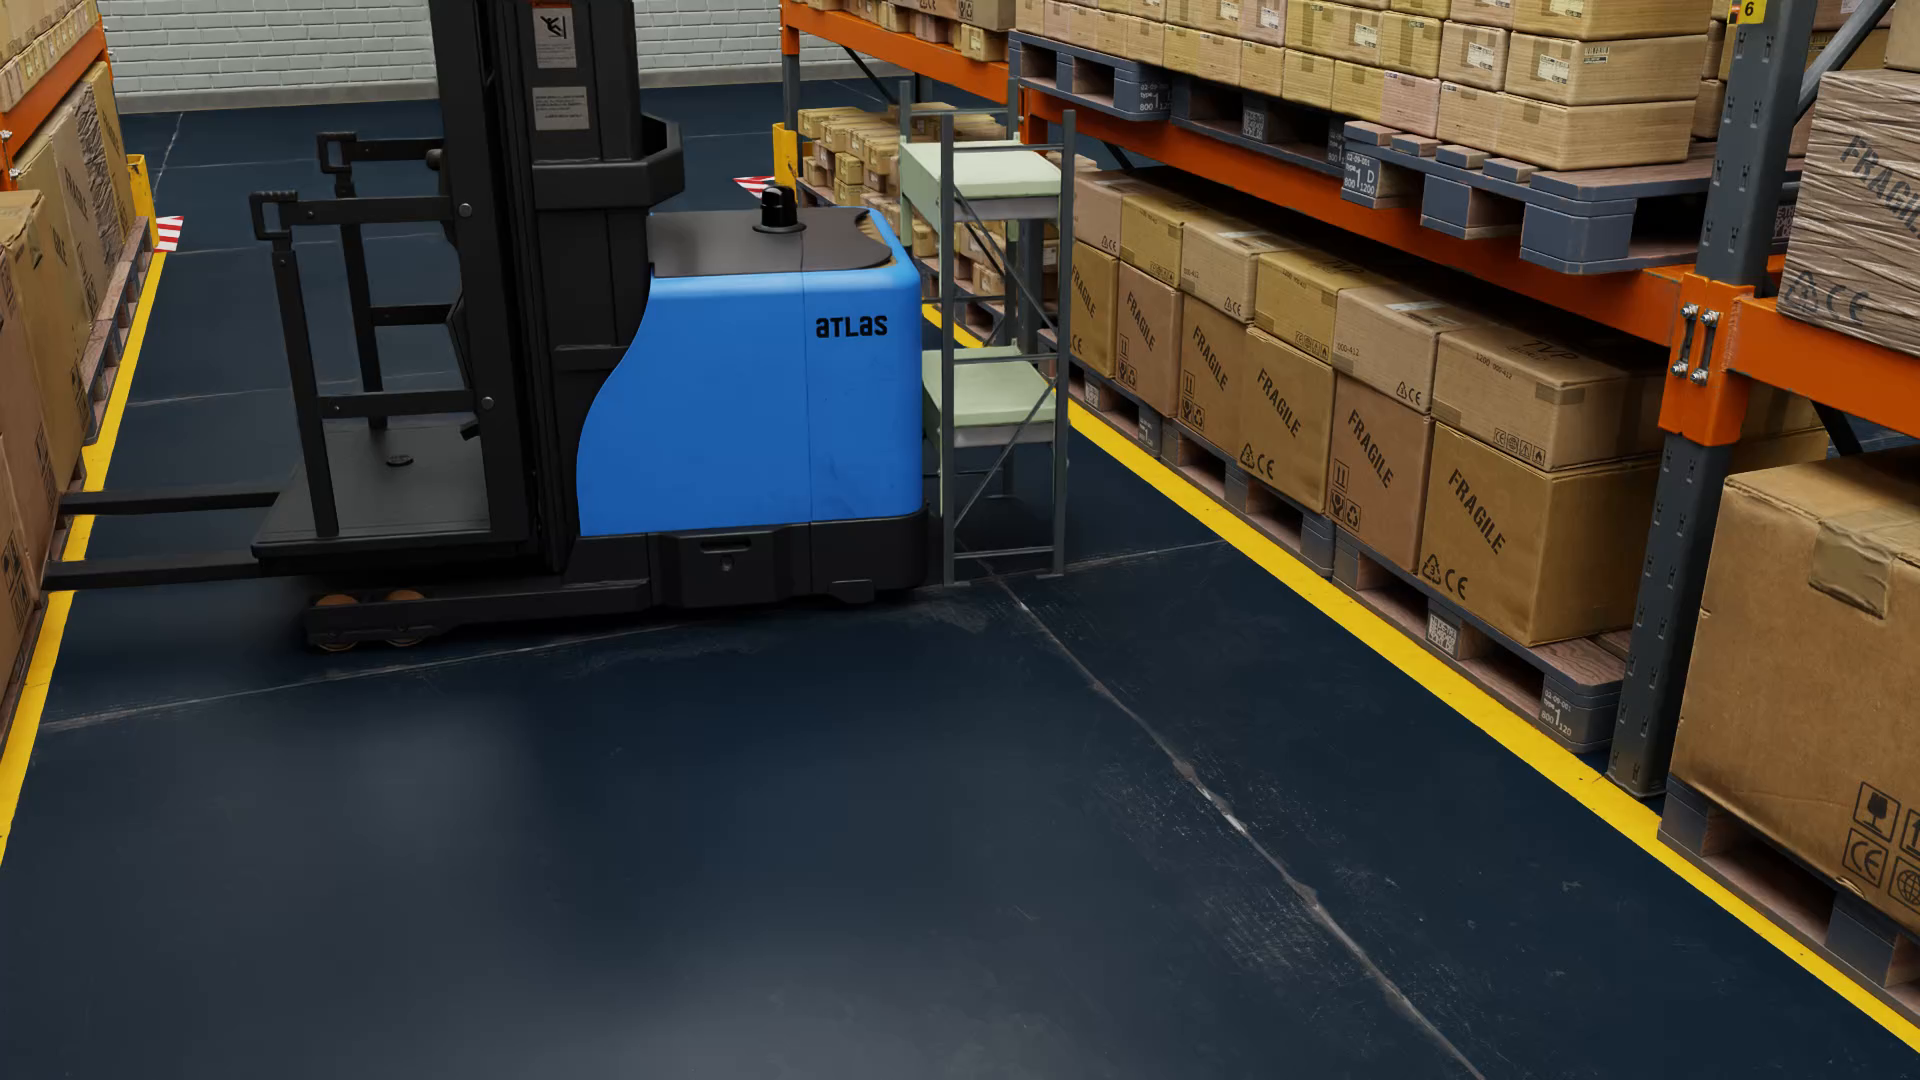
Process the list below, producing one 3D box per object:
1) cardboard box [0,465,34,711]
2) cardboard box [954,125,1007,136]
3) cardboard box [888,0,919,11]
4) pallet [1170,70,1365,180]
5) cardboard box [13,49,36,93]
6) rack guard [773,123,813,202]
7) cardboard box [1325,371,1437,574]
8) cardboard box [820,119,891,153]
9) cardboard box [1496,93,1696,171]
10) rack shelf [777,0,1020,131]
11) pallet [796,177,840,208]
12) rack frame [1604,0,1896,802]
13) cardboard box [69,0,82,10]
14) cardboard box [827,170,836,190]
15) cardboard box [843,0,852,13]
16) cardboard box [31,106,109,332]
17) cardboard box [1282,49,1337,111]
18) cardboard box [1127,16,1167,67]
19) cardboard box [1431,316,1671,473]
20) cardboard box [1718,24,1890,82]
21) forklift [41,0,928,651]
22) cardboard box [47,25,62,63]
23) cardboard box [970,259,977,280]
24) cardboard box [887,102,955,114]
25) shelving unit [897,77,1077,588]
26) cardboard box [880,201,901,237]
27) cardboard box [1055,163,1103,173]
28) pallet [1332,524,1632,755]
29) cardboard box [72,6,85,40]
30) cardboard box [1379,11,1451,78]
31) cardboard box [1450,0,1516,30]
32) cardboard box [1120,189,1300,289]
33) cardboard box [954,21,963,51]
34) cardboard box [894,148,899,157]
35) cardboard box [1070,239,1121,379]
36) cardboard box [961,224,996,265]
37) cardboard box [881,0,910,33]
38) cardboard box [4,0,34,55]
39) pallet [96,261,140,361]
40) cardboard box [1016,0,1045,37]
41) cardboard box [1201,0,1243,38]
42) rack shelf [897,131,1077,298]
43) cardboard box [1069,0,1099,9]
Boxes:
[{"bbox_3d":[-3.055,0.037,3.995,1.225,0.875,0.875,-8,24,-19],"label":"cardboard box"},{"bbox_3d":[0.176,-2.348,9.823,0.380,0.149,0.250,-7,24,-17],"label":"cardboard box"},{"bbox_3d":[-0.052,-2.957,8.392,0.500,0.500,0.500,-8,24,-19],"label":"cardboard box"},{"bbox_3d":[1.415,-1.439,5.549,1.003,0.211,1.213,-8,24,-19],"label":"pallet"},{"bbox_3d":[-3.916,-1.852,6.605,0.380,0.149,0.250,-8,24,-17],"label":"cardboard box"},{"bbox_3d":[-0.646,-2.541,11.135,1.175,0.500,0.348,-8,24,-19],"label":"rack guard"},{"bbox_3d":[1.496,-0.248,5.153,0.500,0.500,0.500,-7,24,-17],"label":"cardboard box"},{"bbox_3d":[-0.627,-2.445,10.052,0.380,0.149,0.250,-8,24,-19],"label":"cardboard box"},{"bbox_3d":[1.549,-1.008,4.061,0.380,0.149,0.250,-8,24,-18],"label":"cardboard box"},{"bbox_3d":[0.033,-2.662,9.131,1.077,0.370,4.000,-8,24,-19],"label":"rack shelf"},{"bbox_3d":[-0.392,-2.108,10.479,1.003,0.211,1.213,-8,24,-19],"label":"pallet"},{"bbox_3d":[2.153,-0.814,3.818,1.000,3.000,0.127,-8,24,-19],"label":"rack frame"},{"bbox_3d":[-4.751,-2.821,8.390,0.500,0.250,0.500,-9,24,-20],"label":"cardboard box"},{"bbox_3d":[-0.618,-2.282,10.432,0.380,0.149,0.250,-8,24,-19],"label":"cardboard box"},{"bbox_3d":[-0.472,-3.175,9.744,0.380,0.149,0.250,-7,24,-17],"label":"cardboard box"},{"bbox_3d":[-4.412,-1.415,7.441,0.875,0.875,0.875,-8,24,-19],"label":"cardboard box"},{"bbox_3d":[1.190,-1.380,4.945,0.380,0.149,0.250,-9,25,-21],"label":"cardboard box"},{"bbox_3d":[0.815,-1.763,5.855,0.380,0.149,0.250,-9,25,-21],"label":"cardboard box"},{"bbox_3d":[1.666,-0.413,4.581,0.500,0.250,0.500,-9,24,-20],"label":"cardboard box"},{"bbox_3d":[2.170,-1.232,4.210,0.380,0.149,0.250,-7,24,-17],"label":"cardboard box"},{"bbox_3d":[-1.667,-1.240,4.918,3.031,2.935,1.130,-4,23,-9],"label":"forklift"},{"bbox_3d":[-4.281,-2.227,7.495,0.380,0.149,0.250,-9,25,-21],"label":"cardboard box"},{"bbox_3d":[0.269,-1.348,8.217,0.380,0.149,0.250,-8,24,-18],"label":"cardboard box"},{"bbox_3d":[-0.249,-2.717,10.698,0.380,0.149,0.250,-8,24,-18],"label":"cardboard box"},{"bbox_3d":[0.070,-0.695,5.468,0.431,1.500,0.755,-4,23,-10],"label":"shelving unit"},{"bbox_3d":[-0.228,-1.806,9.302,0.380,0.149,0.250,-8,24,-19],"label":"cardboard box"},{"bbox_3d":[0.521,-1.860,8.664,0.380,0.149,0.250,-9,24,-20],"label":"cardboard box"},{"bbox_3d":[1.878,0.187,5.034,1.003,0.211,1.213,-8,24,-19],"label":"pallet"},{"bbox_3d":[-4.646,-2.600,8.380,0.380,0.149,0.250,-8,24,-18],"label":"cardboard box"},{"bbox_3d":[1.361,-1.337,4.461,0.380,0.149,0.250,-8,24,-18],"label":"cardboard box"},{"bbox_3d":[1.464,-1.372,4.161,0.380,0.149,0.250,-9,24,-20],"label":"cardboard box"},{"bbox_3d":[0.944,-1.156,6.344,0.500,0.250,0.500,-8,24,-18],"label":"cardboard box"},{"bbox_3d":[0.189,-2.407,7.922,0.380,0.149,0.250,-7,24,-17],"label":"cardboard box"},{"bbox_3d":[-0.144,-2.084,9.196,0.380,0.149,0.250,-8,24,-19],"label":"cardboard box"},{"bbox_3d":[0.753,-1.004,6.947,0.500,0.500,0.500,-7,24,-17],"label":"cardboard box"},{"bbox_3d":[0.224,-1.451,8.078,0.380,0.149,0.250,-10,25,-22],"label":"cardboard box"},{"bbox_3d":[-0.199,-2.781,8.810,0.380,0.149,0.250,-8,24,-18],"label":"cardboard box"},{"bbox_3d":[-4.028,-2.079,6.631,0.500,0.250,0.500,-8,24,-19],"label":"cardboard box"},{"bbox_3d":[-4.566,-1.069,8.015,1.003,0.211,1.213,-8,24,-19],"label":"pallet"},{"bbox_3d":[0.449,-2.139,6.745,0.380,0.149,0.250,-10,25,-22],"label":"cardboard box"},{"bbox_3d":[1.003,-1.708,5.339,0.380,0.149,0.250,-9,24,-20],"label":"cardboard box"},{"bbox_3d":[0.070,-1.055,5.316,0.431,0.370,0.720,-4,23,-10],"label":"rack shelf"},{"bbox_3d":[0.634,-2.088,6.242,0.380,0.149,0.250,-8,24,-18],"label":"cardboard box"}]
